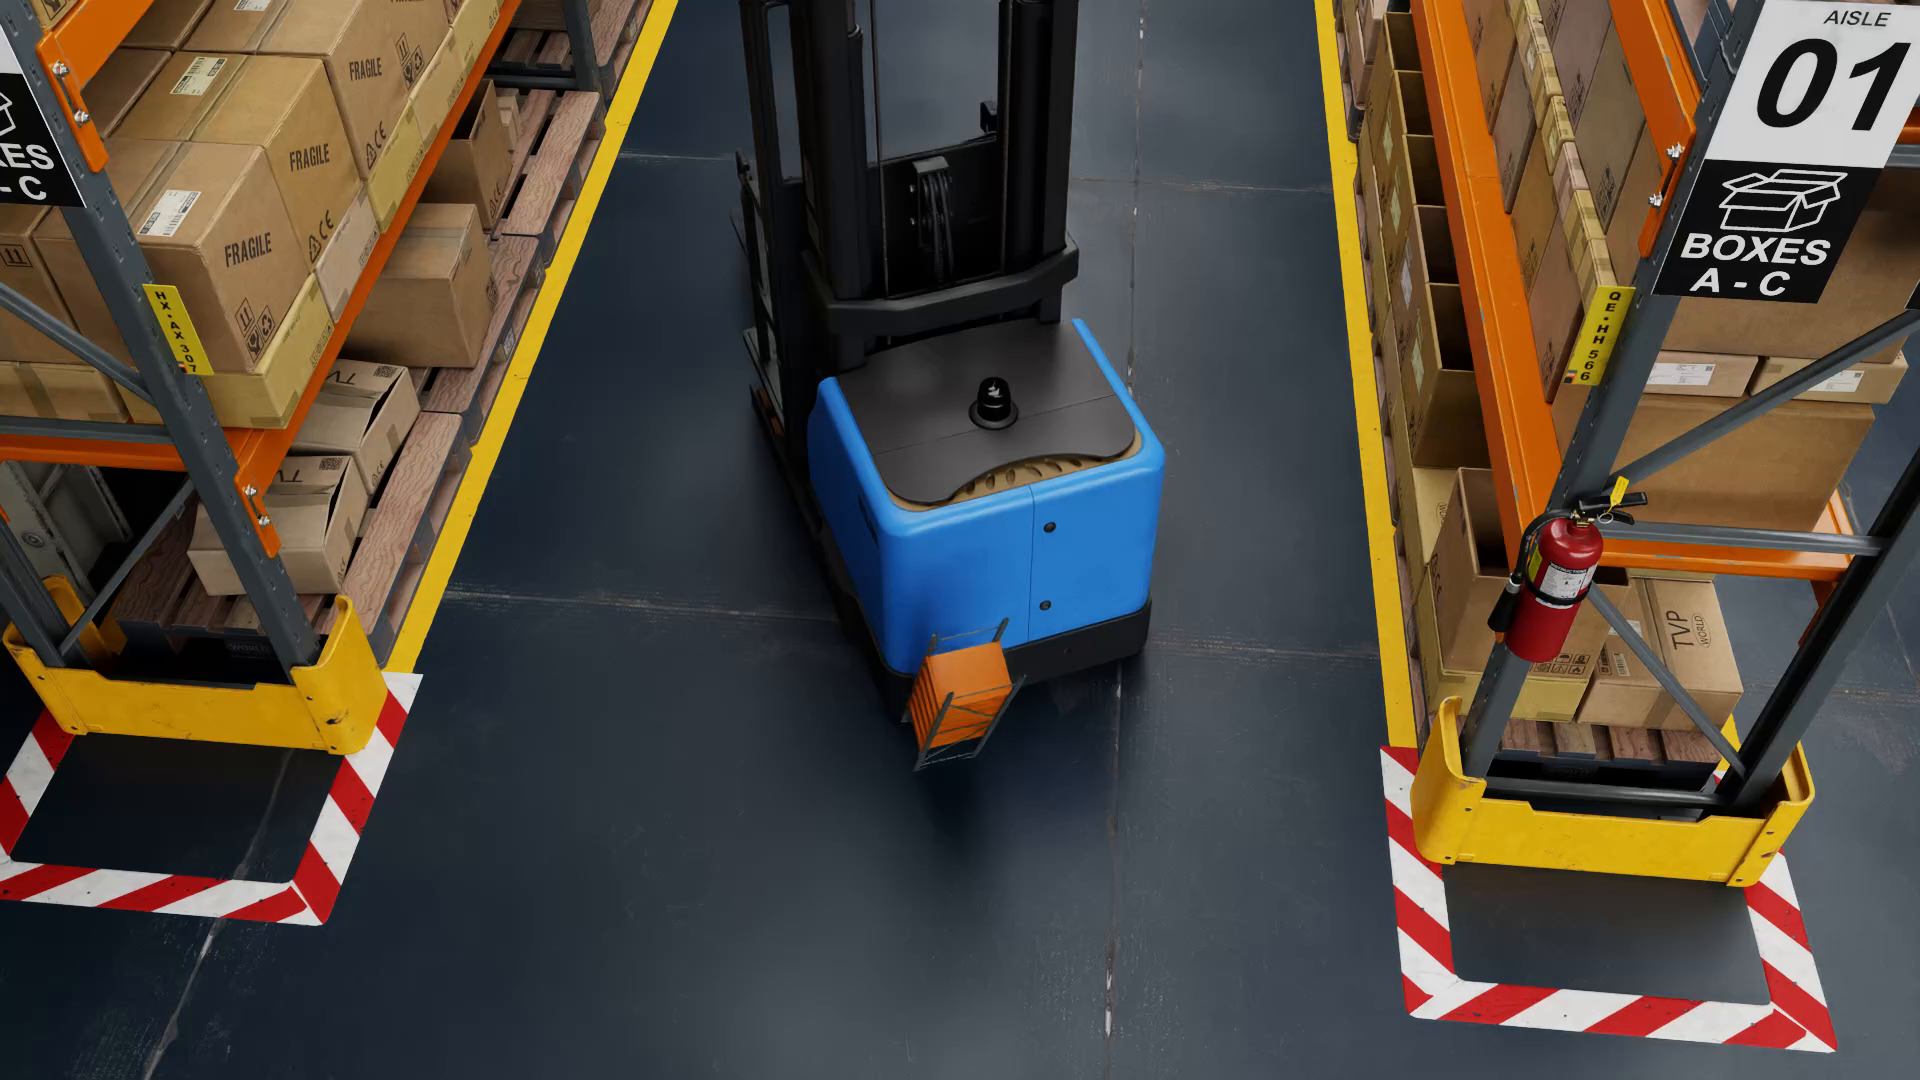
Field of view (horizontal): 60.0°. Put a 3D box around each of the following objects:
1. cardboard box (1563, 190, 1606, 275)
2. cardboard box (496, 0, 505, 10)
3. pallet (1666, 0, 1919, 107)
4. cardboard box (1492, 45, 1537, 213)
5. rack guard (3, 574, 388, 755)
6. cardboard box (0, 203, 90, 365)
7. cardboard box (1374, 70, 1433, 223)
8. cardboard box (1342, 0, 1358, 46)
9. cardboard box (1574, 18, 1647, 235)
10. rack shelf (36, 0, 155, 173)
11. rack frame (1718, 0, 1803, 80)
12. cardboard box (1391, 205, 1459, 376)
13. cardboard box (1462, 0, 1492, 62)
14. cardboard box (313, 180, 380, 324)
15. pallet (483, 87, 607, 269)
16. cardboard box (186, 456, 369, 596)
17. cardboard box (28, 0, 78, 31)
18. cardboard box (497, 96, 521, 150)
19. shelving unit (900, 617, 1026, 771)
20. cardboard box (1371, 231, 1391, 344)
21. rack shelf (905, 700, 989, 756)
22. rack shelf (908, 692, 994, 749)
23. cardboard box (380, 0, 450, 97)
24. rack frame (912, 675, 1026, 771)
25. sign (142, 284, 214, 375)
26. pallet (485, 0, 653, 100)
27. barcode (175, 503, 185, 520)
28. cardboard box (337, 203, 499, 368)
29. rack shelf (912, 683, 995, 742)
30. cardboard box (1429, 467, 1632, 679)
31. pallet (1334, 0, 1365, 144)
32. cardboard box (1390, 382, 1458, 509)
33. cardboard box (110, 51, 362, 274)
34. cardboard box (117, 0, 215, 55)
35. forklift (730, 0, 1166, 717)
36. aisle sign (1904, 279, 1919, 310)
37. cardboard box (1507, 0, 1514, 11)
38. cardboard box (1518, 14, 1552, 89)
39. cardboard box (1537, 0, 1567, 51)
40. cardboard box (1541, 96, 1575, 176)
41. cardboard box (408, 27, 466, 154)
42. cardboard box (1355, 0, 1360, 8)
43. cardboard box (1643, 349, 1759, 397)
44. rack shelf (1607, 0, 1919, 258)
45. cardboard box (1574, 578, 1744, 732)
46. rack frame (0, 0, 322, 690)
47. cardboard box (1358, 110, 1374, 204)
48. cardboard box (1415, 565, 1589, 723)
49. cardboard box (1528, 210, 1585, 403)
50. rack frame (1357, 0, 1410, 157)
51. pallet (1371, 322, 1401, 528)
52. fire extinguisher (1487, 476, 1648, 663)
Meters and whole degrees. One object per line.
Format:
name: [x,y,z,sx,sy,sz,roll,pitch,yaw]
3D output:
cardboard box: [2.075,-0.931,5.088,0.380,0.149,0.250,3,48,3]
cardboard box: [-2.180,-2.497,7.115,0.500,0.250,0.500,4,48,4]
pallet: [2.274,-1.505,4.147,1.003,0.211,1.213,4,48,4]
cardboard box: [2.378,-1.518,6.064,0.700,0.500,0.500,5,48,5]
rack guard: [-2.743,0.453,6.023,1.175,0.500,0.348,4,48,4]
cardboard box: [-2.918,-0.905,5.151,0.500,0.500,0.500,3,48,3]
cardboard box: [2.157,-1.723,7.390,0.500,0.500,0.500,4,48,4]
cardboard box: [2.346,-2.854,8.932,0.500,0.250,0.500,3,48,3]
cardboard box: [2.287,-1.244,4.934,0.700,0.500,0.500,3,48,3]
rack shelf: [-2.567,-2.574,5.552,1.077,0.370,4.000,4,48,4]
rack frame: [2.184,-2.029,2.534,1.000,3.000,0.127,4,48,4]
cardboard box: [2.060,-0.989,6.718,0.500,0.500,0.500,4,48,4]
cardboard box: [2.473,-2.263,6.745,0.700,0.500,0.500,3,48,3]
cardboard box: [-2.356,-1.011,5.756,0.500,0.250,0.500,3,48,2]
pallet: [-2.411,-1.837,8.313,1.003,0.211,1.213,4,48,4]
cardboard box: [-2.597,-0.078,6.339,0.500,0.311,0.500,-1,48,-1]
cardboard box: [-2.470,-1.617,4.108,0.500,0.500,0.500,5,48,5]
cardboard box: [-2.404,-2.072,8.260,0.380,0.166,0.250,-2,48,-2]
shelving unit: [-0.011,0.534,5.493,0.258,1.200,0.189,-12,73,-11]
cardboard box: [2.103,-1.103,7.331,0.500,0.250,0.500,4,48,4]
rack shelf: [-0.043,0.625,5.761,0.258,0.103,0.180,-12,73,-11]
rack shelf: [-0.030,0.586,5.648,0.258,0.103,0.180,-12,73,-11]
cardboard box: [-2.263,-1.997,6.149,0.500,0.500,0.500,5,48,5]
rack frame: [0.012,0.619,5.467,0.240,1.200,0.006,-12,73,-11]
sign: [-2.209,-0.591,4.697,0.100,0.325,0.005,4,48,4]
pallet: [-2.315,-2.906,9.290,1.003,0.211,1.213,4,48,4]
barcode: [-2.993,-0.122,6.372,0.001,0.075,0.075,4,48,4]
cardboard box: [-2.428,-1.097,7.142,0.700,0.500,0.500,1,48,1]
rack shelf: [-0.016,0.548,5.535,0.258,0.103,0.180,-12,73,-11]
cardboard box: [1.937,0.114,5.709,0.500,0.500,0.500,4,48,4]
pallet: [2.577,-2.547,8.962,1.003,0.211,1.213,4,48,4]
cardboard box: [2.016,-0.368,6.659,0.500,0.250,0.500,4,48,4]
cardboard box: [-2.352,-1.237,5.455,0.500,0.500,0.500,4,48,4]
cardboard box: [-2.820,-1.654,5.836,0.500,0.500,0.500,3,48,2]
forklift: [-0.263,-1.452,6.117,1.130,2.935,3.031,-15,49,-13]
aisle sign: [2.483,-0.813,3.725,0.394,0.787,0.004,4,48,4]
cardboard box: [2.218,-2.065,6.125,0.380,0.149,0.250,3,48,2]
cardboard box: [2.168,-1.691,5.782,0.380,0.149,0.250,3,48,3]
cardboard box: [2.377,-1.983,5.610,0.700,0.500,0.500,4,48,4]
cardboard box: [2.123,-1.309,5.433,0.380,0.149,0.250,5,48,5]
cardboard box: [-2.255,-1.756,6.438,0.500,0.250,0.500,4,48,4]
cardboard box: [2.341,-3.047,8.728,0.500,0.311,0.500,5,48,5]
cardboard box: [2.029,-0.551,4.740,0.380,0.149,0.250,3,48,3]
rack shelf: [2.366,-2.244,5.250,1.077,0.370,4.000,4,48,4]
cardboard box: [2.454,0.402,5.954,0.500,0.250,0.500,4,48,4]
rack frame: [-2.749,-0.335,5.050,1.000,3.000,0.127,4,48,4]
cardboard box: [2.204,-1.837,8.002,0.500,0.250,0.500,4,48,4]
cardboard box: [1.939,0.368,5.986,0.500,0.250,0.500,4,48,4]
cardboard box: [2.282,-0.767,5.377,0.700,0.500,0.500,5,48,5]
rack frame: [2.549,-2.944,7.436,1.000,3.000,0.127,4,48,4]
pallet: [2.326,-0.522,7.111,1.003,0.211,1.213,4,48,4]
fire extinguisher: [1.711,0.077,4.725,0.296,0.674,0.183,4,48,4]
